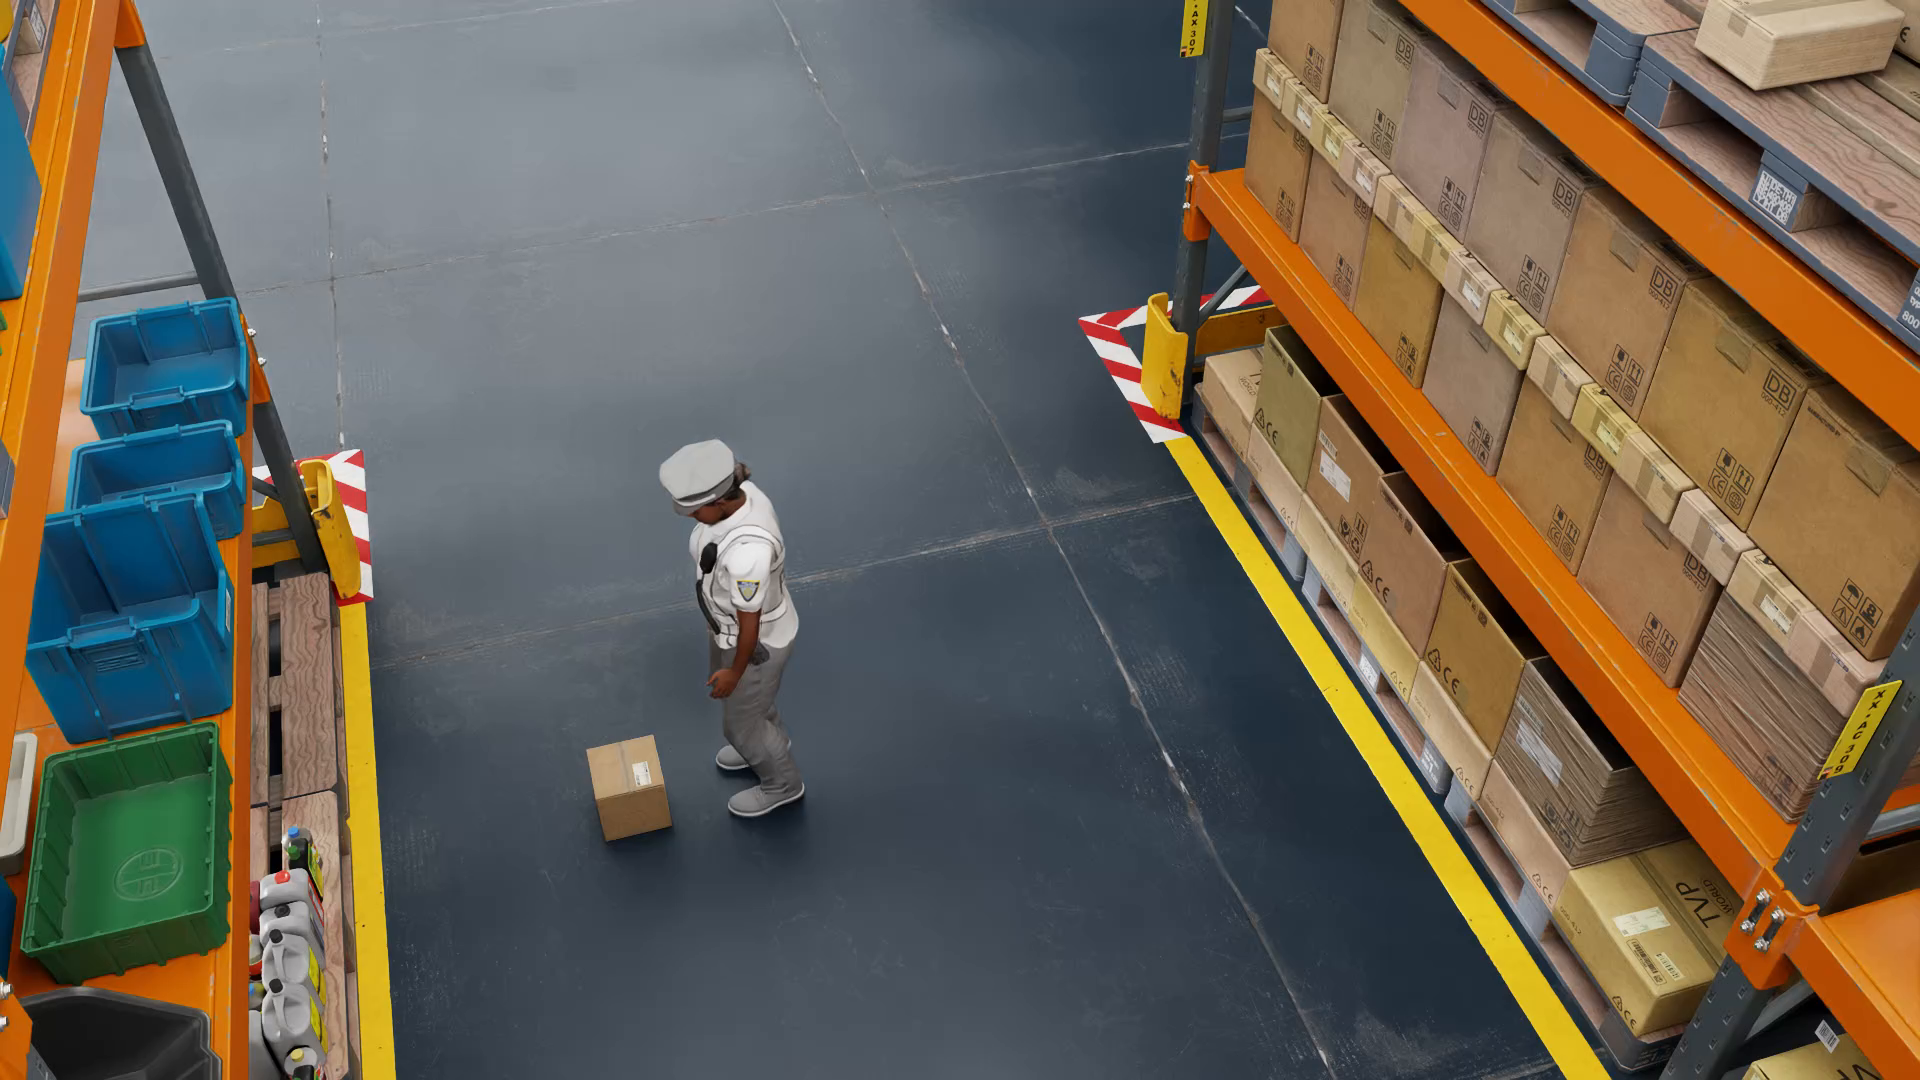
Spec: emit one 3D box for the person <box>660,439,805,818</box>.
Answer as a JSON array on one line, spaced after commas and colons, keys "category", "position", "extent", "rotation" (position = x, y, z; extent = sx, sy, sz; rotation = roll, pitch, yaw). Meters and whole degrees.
[{"category": "person", "position": [-0.761, 0.335, 5.820], "extent": [0.394, 1.641, 0.448], "rotation": [-11, 44, -12]}]
